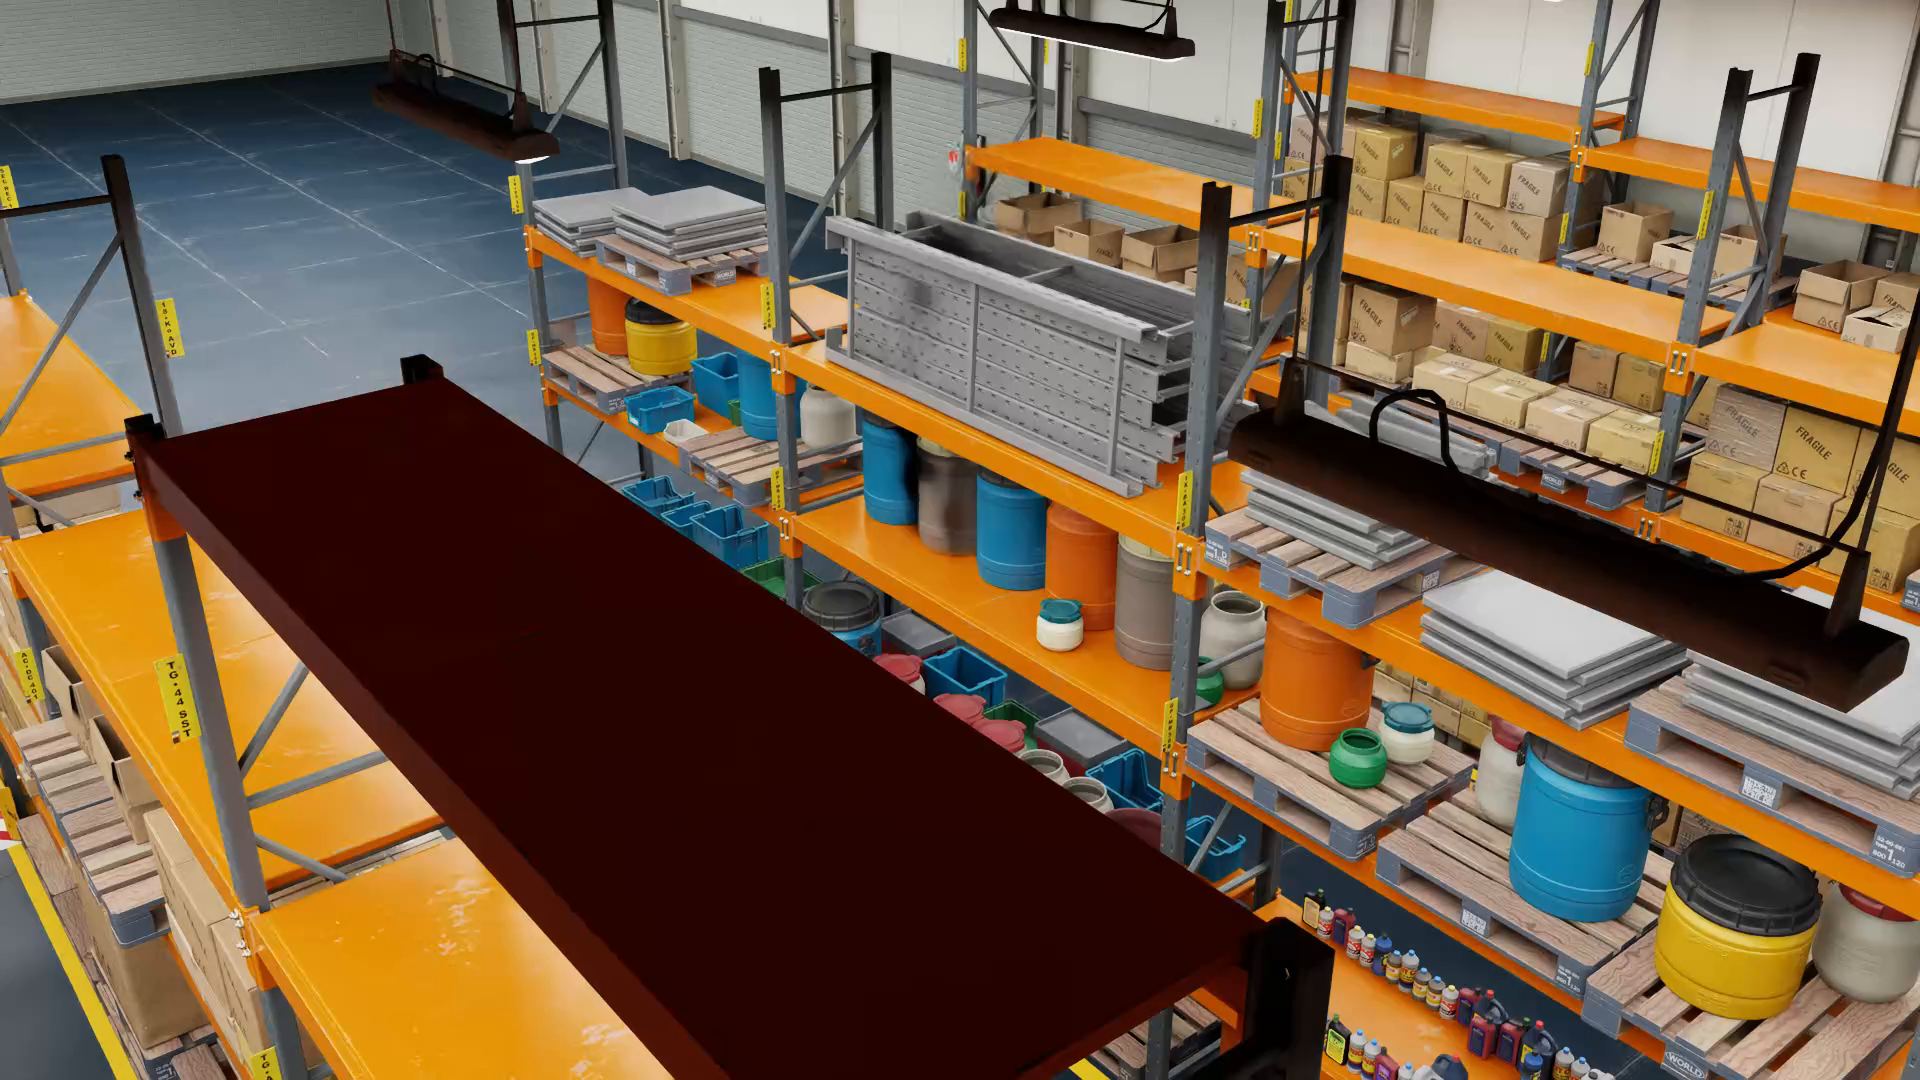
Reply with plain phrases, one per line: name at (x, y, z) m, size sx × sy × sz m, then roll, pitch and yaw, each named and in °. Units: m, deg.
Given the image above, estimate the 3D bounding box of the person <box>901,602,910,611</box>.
person at (-0.495, 0.555, 15.485) m, size 0.555 × 1.444 × 0.760 m, roll -13°, pitch 29°, yaw -24°
